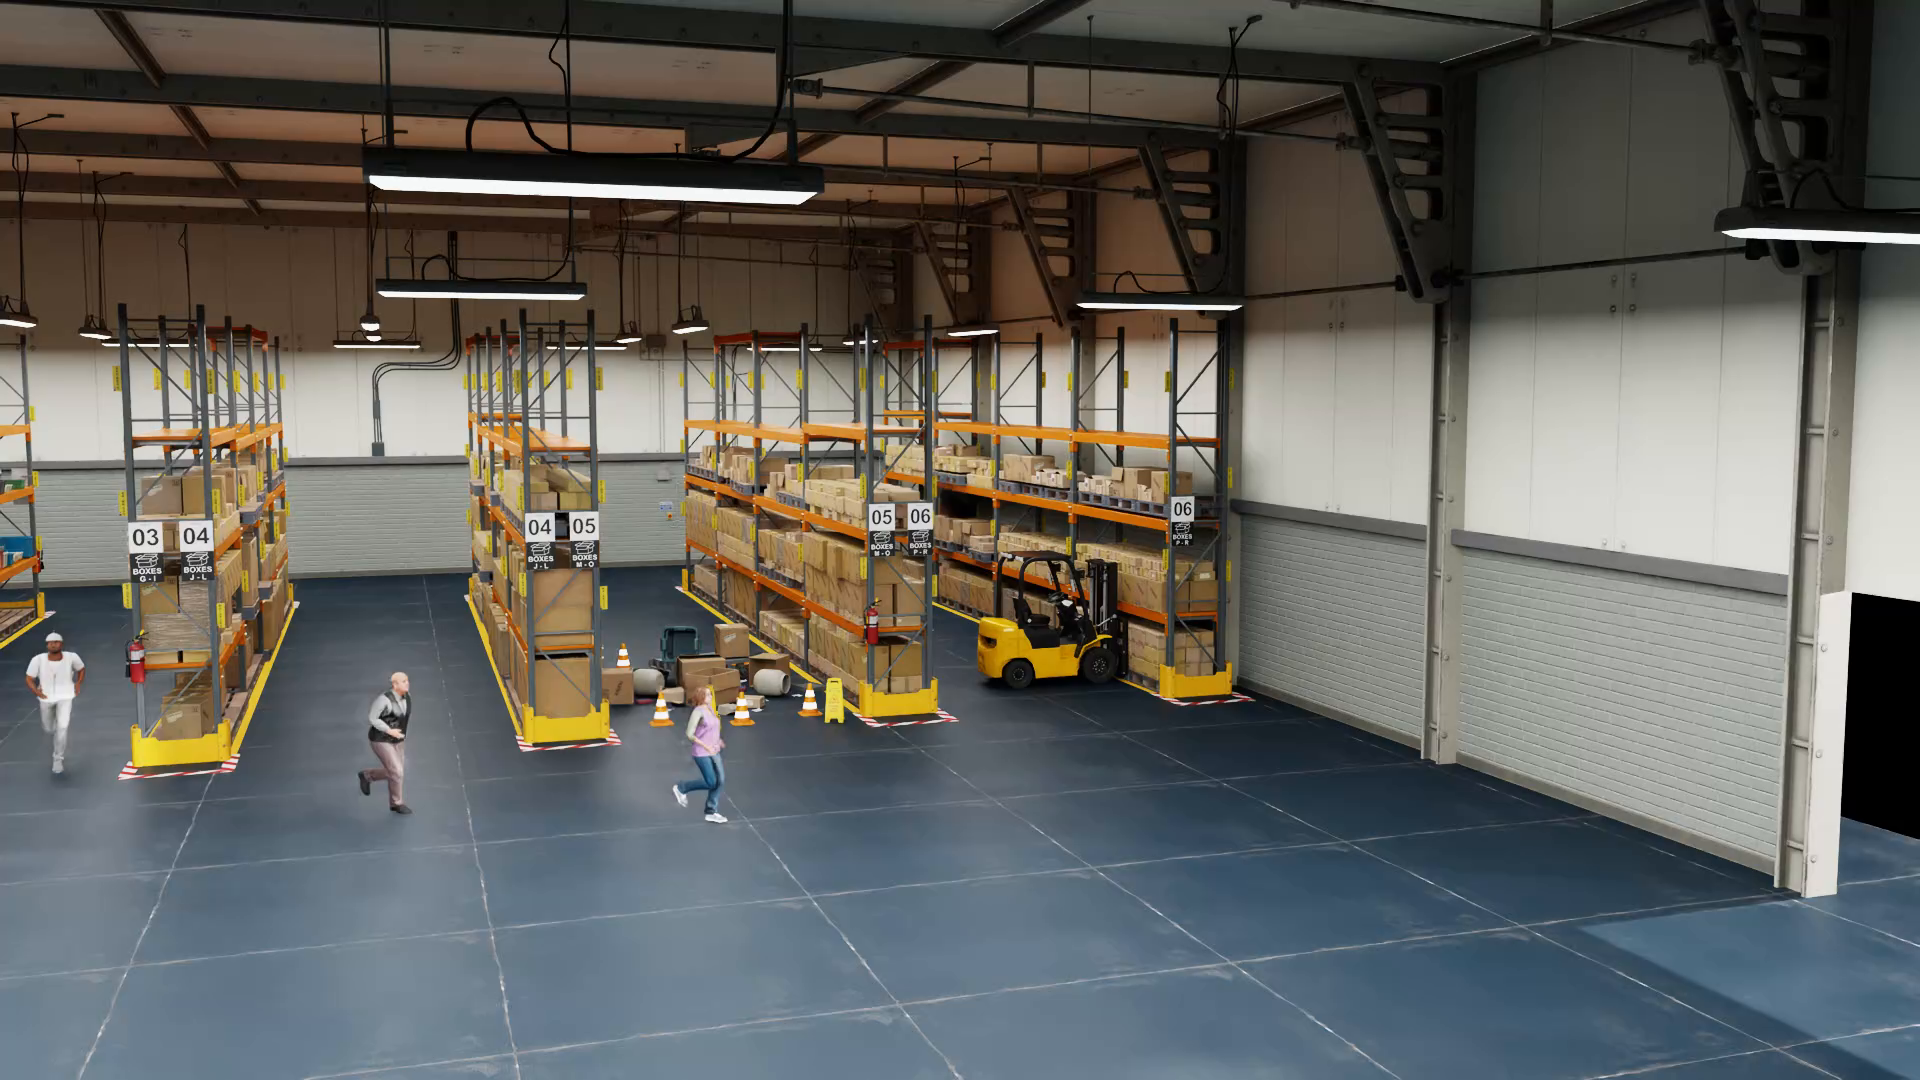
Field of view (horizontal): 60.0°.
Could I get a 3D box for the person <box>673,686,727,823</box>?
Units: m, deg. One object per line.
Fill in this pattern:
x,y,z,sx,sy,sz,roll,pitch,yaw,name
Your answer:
-2.948,2.434,18.984,0.651,1.565,0.536,2,6,20,person

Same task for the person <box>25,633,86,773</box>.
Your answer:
-11.855,2.088,21.793,0.670,1.757,1.099,-2,6,-18,person

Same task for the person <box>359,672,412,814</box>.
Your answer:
-6.714,2.359,19.370,0.774,1.686,0.654,2,6,22,person
